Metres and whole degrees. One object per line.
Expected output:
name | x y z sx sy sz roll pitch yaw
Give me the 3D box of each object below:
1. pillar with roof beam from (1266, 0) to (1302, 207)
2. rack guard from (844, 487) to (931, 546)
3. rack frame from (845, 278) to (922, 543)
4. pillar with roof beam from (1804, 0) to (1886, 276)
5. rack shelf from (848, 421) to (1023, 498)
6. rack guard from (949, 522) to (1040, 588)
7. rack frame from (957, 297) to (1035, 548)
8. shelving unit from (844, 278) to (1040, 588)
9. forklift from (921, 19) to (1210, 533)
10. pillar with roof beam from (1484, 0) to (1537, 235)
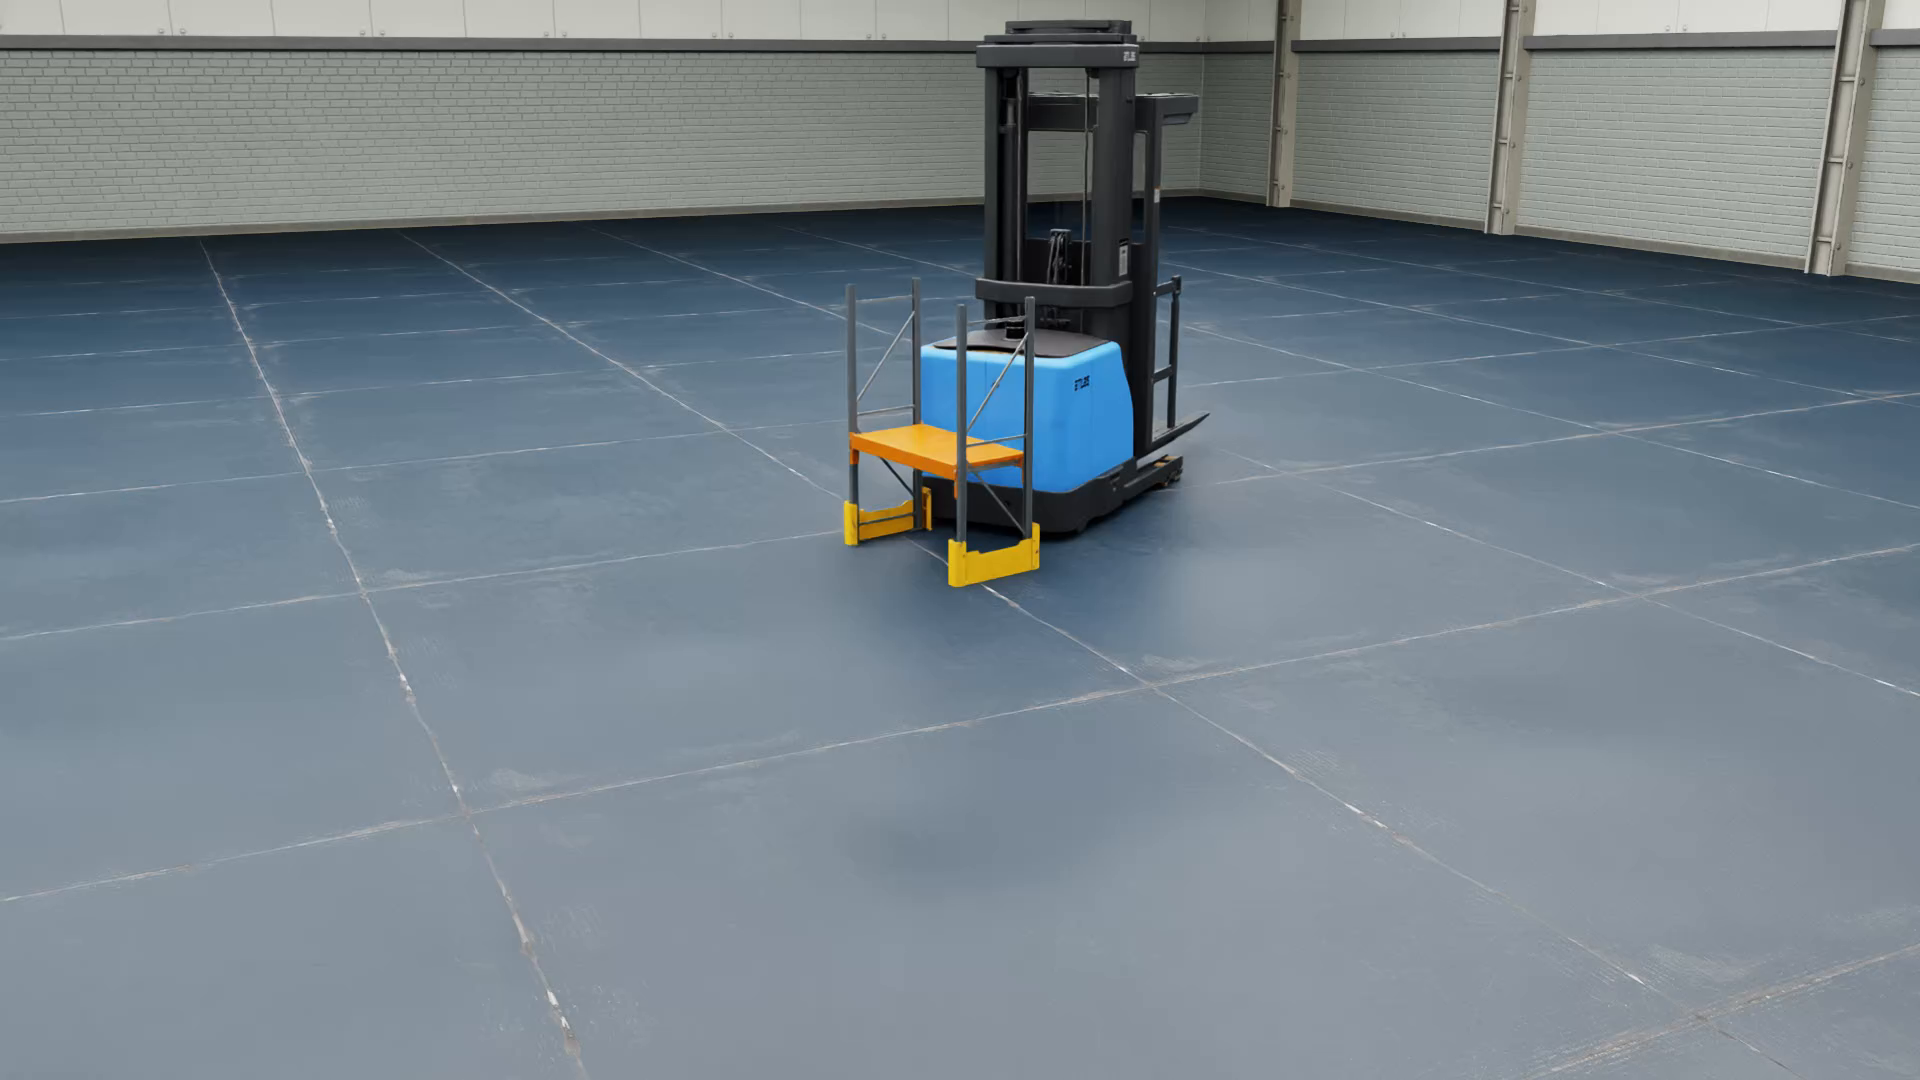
pillar with roof beam | 2.340 -10.310 29.364 9.100 9.000 0.400 -8 18 -25
rack guard | -0.421 -0.139 9.781 0.587 0.250 0.087 -12 20 -36
rack frame | -0.433 -0.744 9.624 0.500 1.500 0.032 -12 20 -36
pillar with roof beam | 7.597 -7.335 18.996 9.100 9.000 0.400 -8 18 -25
rack shelf | -0.122 -0.460 9.287 0.538 0.185 1.000 -12 20 -36
rack guard | 0.188 0.078 9.024 0.587 0.250 0.087 -12 20 -36
rack frame | 0.189 -0.522 8.851 0.500 1.500 0.032 -12 20 -36
shelving unit | -0.116 -0.631 9.230 0.587 1.500 1.083 -12 20 -36
forklift | 0.841 -1.808 10.736 1.130 2.935 3.031 8 18 26
pillar with roof beam | 4.968 -8.822 24.180 9.100 9.000 0.400 -8 18 -25
